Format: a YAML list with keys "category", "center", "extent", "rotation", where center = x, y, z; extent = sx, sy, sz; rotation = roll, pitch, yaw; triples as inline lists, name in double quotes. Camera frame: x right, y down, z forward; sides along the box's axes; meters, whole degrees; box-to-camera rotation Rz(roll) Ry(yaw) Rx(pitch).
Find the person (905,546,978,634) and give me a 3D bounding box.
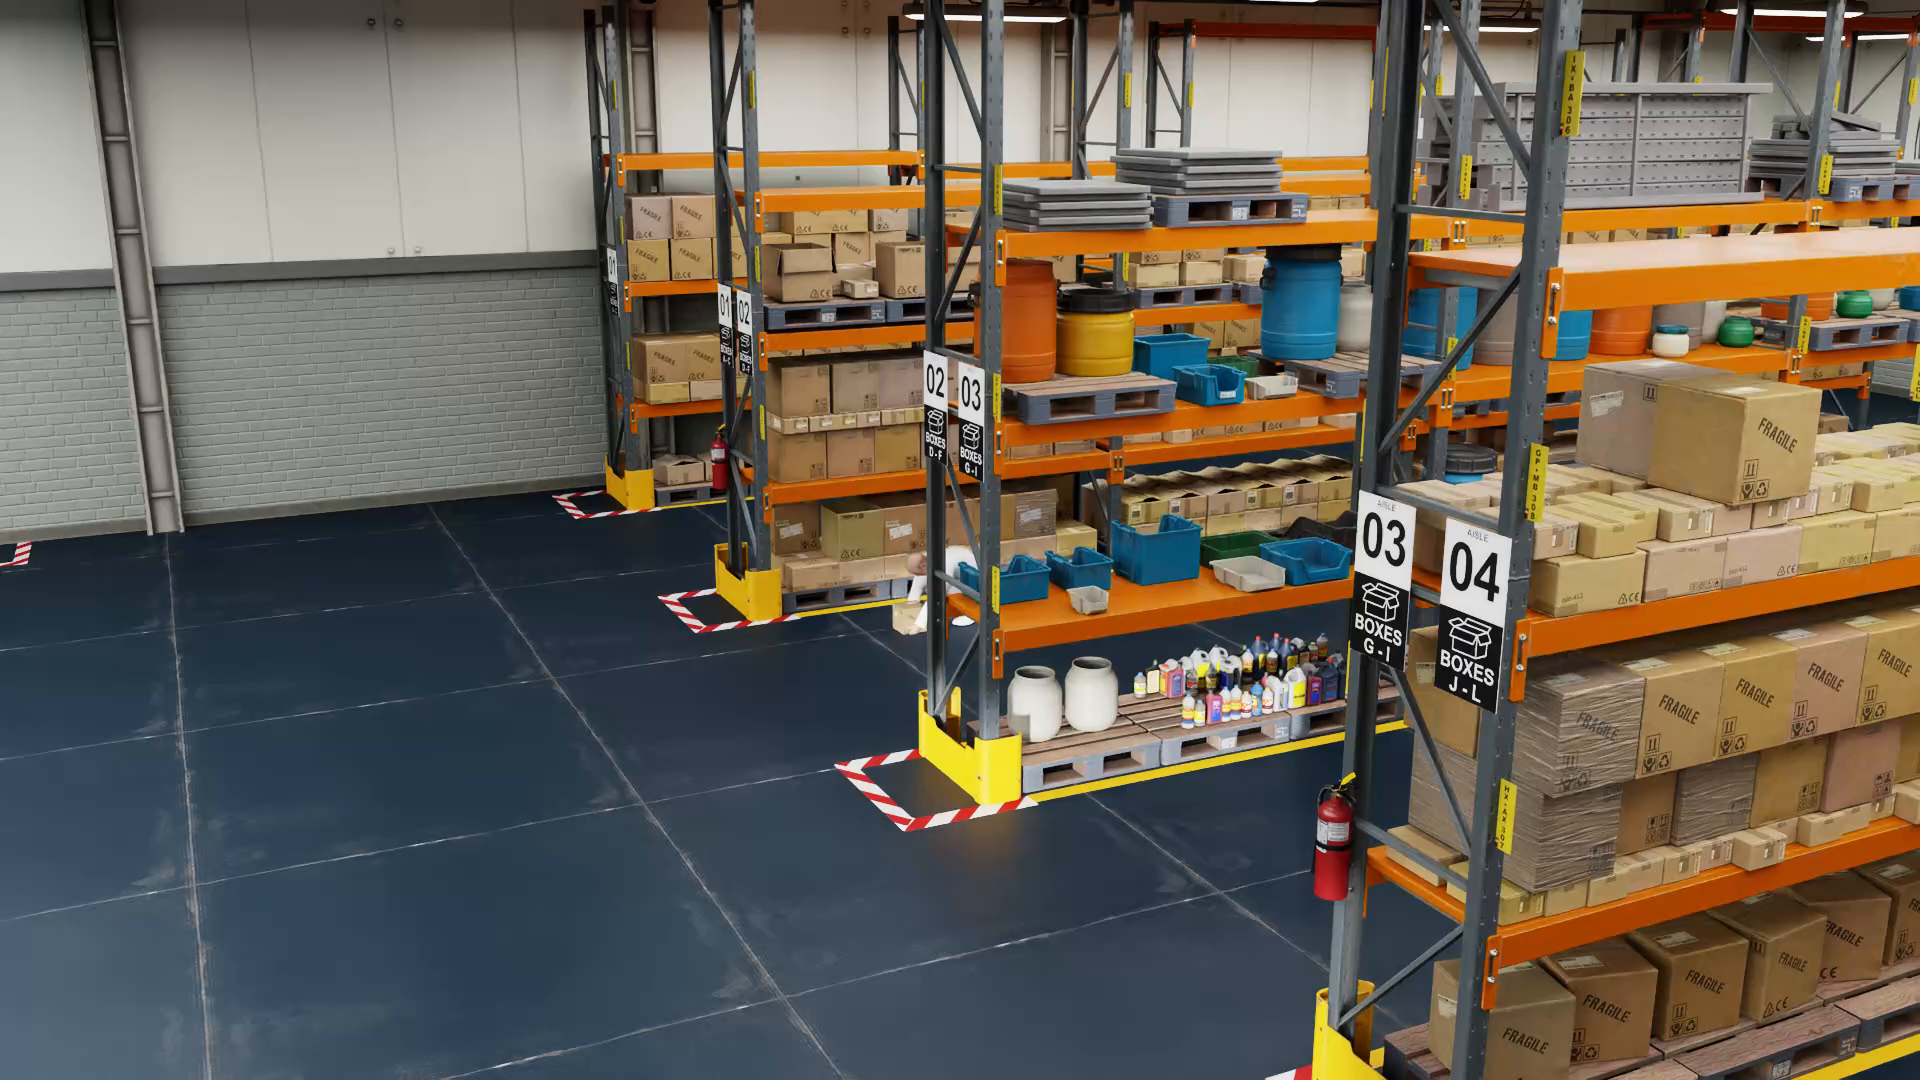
- category: "person"
  center: [-0.158, 0.461, 16.227]
  extent: [1.021, 0.796, 0.577]
  rotation: [-8, 17, -26]
